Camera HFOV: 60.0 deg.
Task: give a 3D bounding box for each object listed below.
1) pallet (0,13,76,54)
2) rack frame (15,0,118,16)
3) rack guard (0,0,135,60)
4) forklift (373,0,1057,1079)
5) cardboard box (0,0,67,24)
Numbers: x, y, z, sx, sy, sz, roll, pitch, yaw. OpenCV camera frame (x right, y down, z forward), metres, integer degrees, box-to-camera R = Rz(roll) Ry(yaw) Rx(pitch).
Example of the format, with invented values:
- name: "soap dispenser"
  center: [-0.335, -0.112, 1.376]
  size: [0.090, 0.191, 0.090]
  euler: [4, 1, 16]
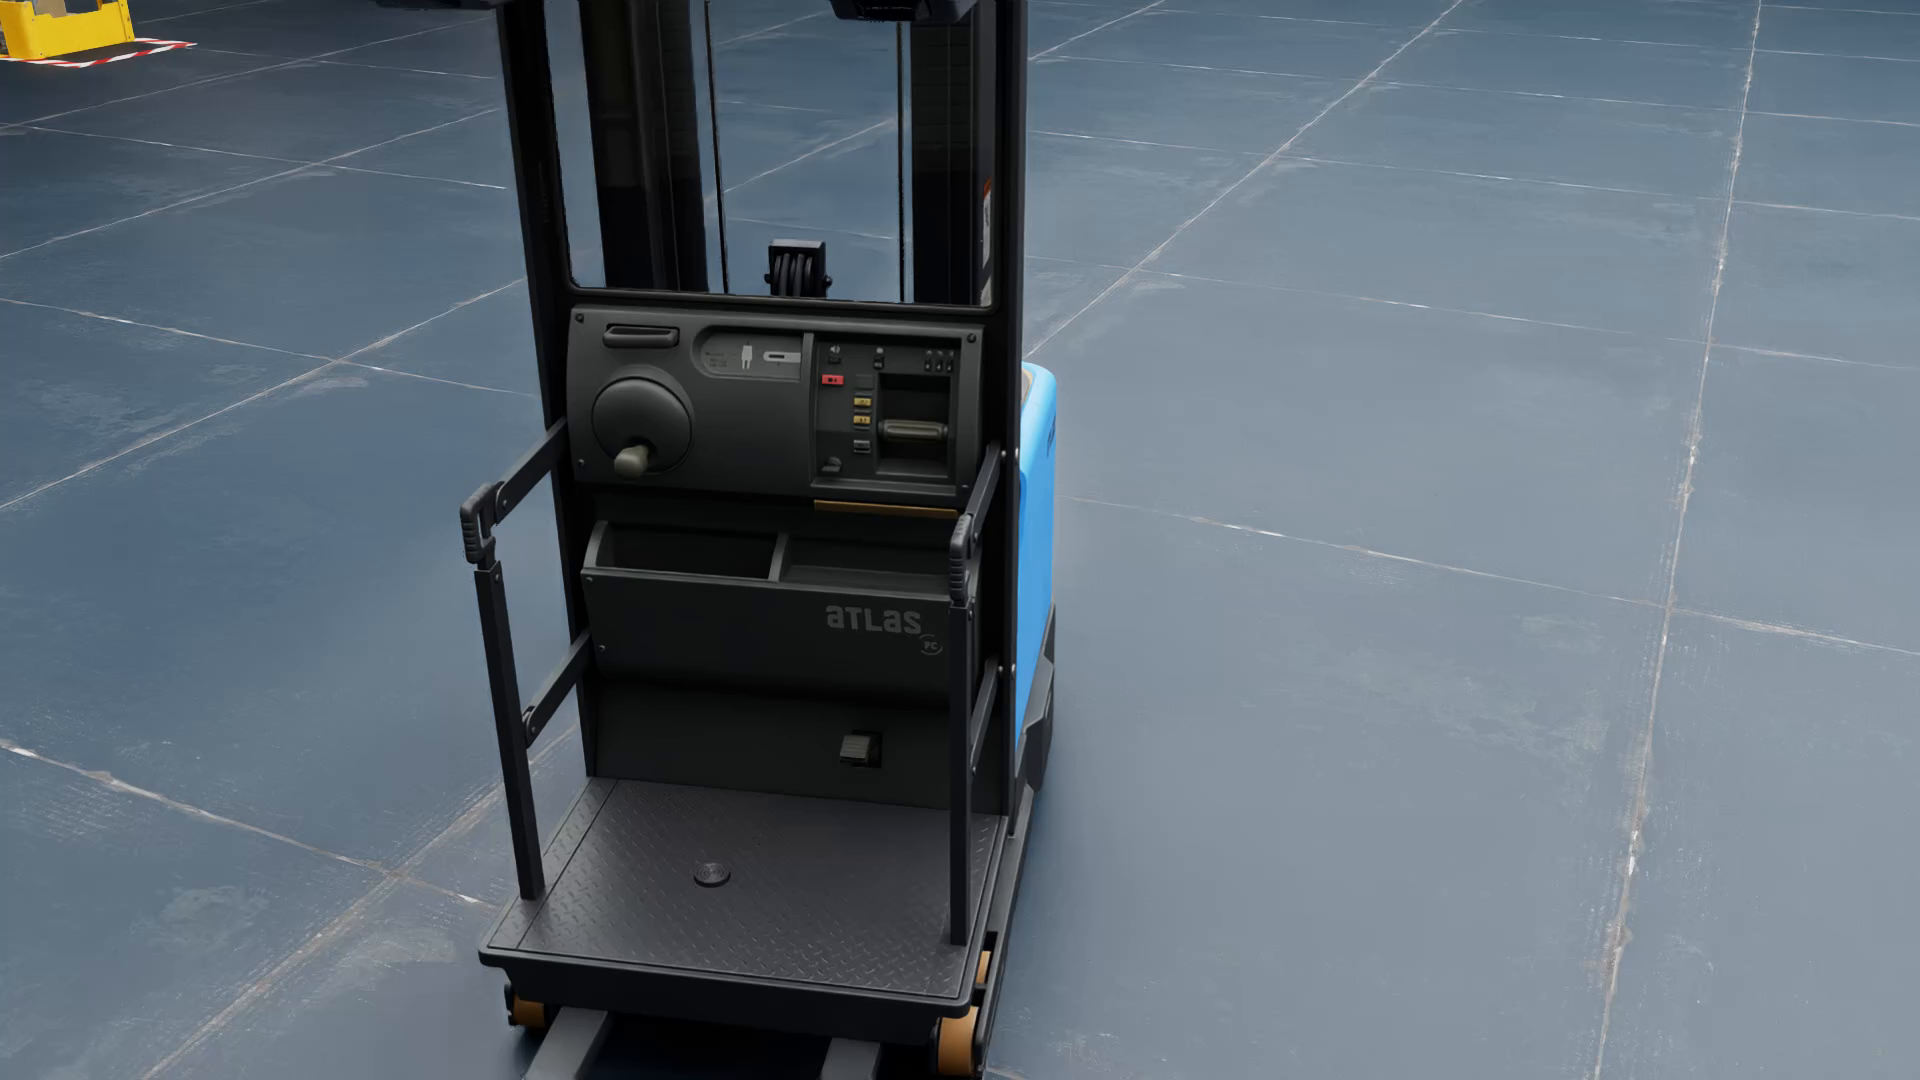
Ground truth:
- name: "pallet"
  center: [-9.057, -4.879, 15.921]
  size: [1.213, 0.211, 1.003]
  euler: [11, 28, 22]
- name: "rack frame"
  center: [-8.263, -5.953, 14.946]
  size: [0.127, 3.000, 1.000]
  euler: [11, 28, 22]
- name: "rack guard"
  center: [-8.332, -4.846, 15.527]
  size: [0.348, 0.500, 1.175]
  euler: [11, 28, 22]
- name: "forklift"
  center: [-0.446, -0.267, 3.474]
  size: [1.130, 2.935, 3.031]
  euler: [4, 27, 8]
- name: "cardboard box"
  center: [-8.825, -5.141, 15.651]
  size: [0.500, 0.500, 0.500]
  euler: [17, 31, 31]
